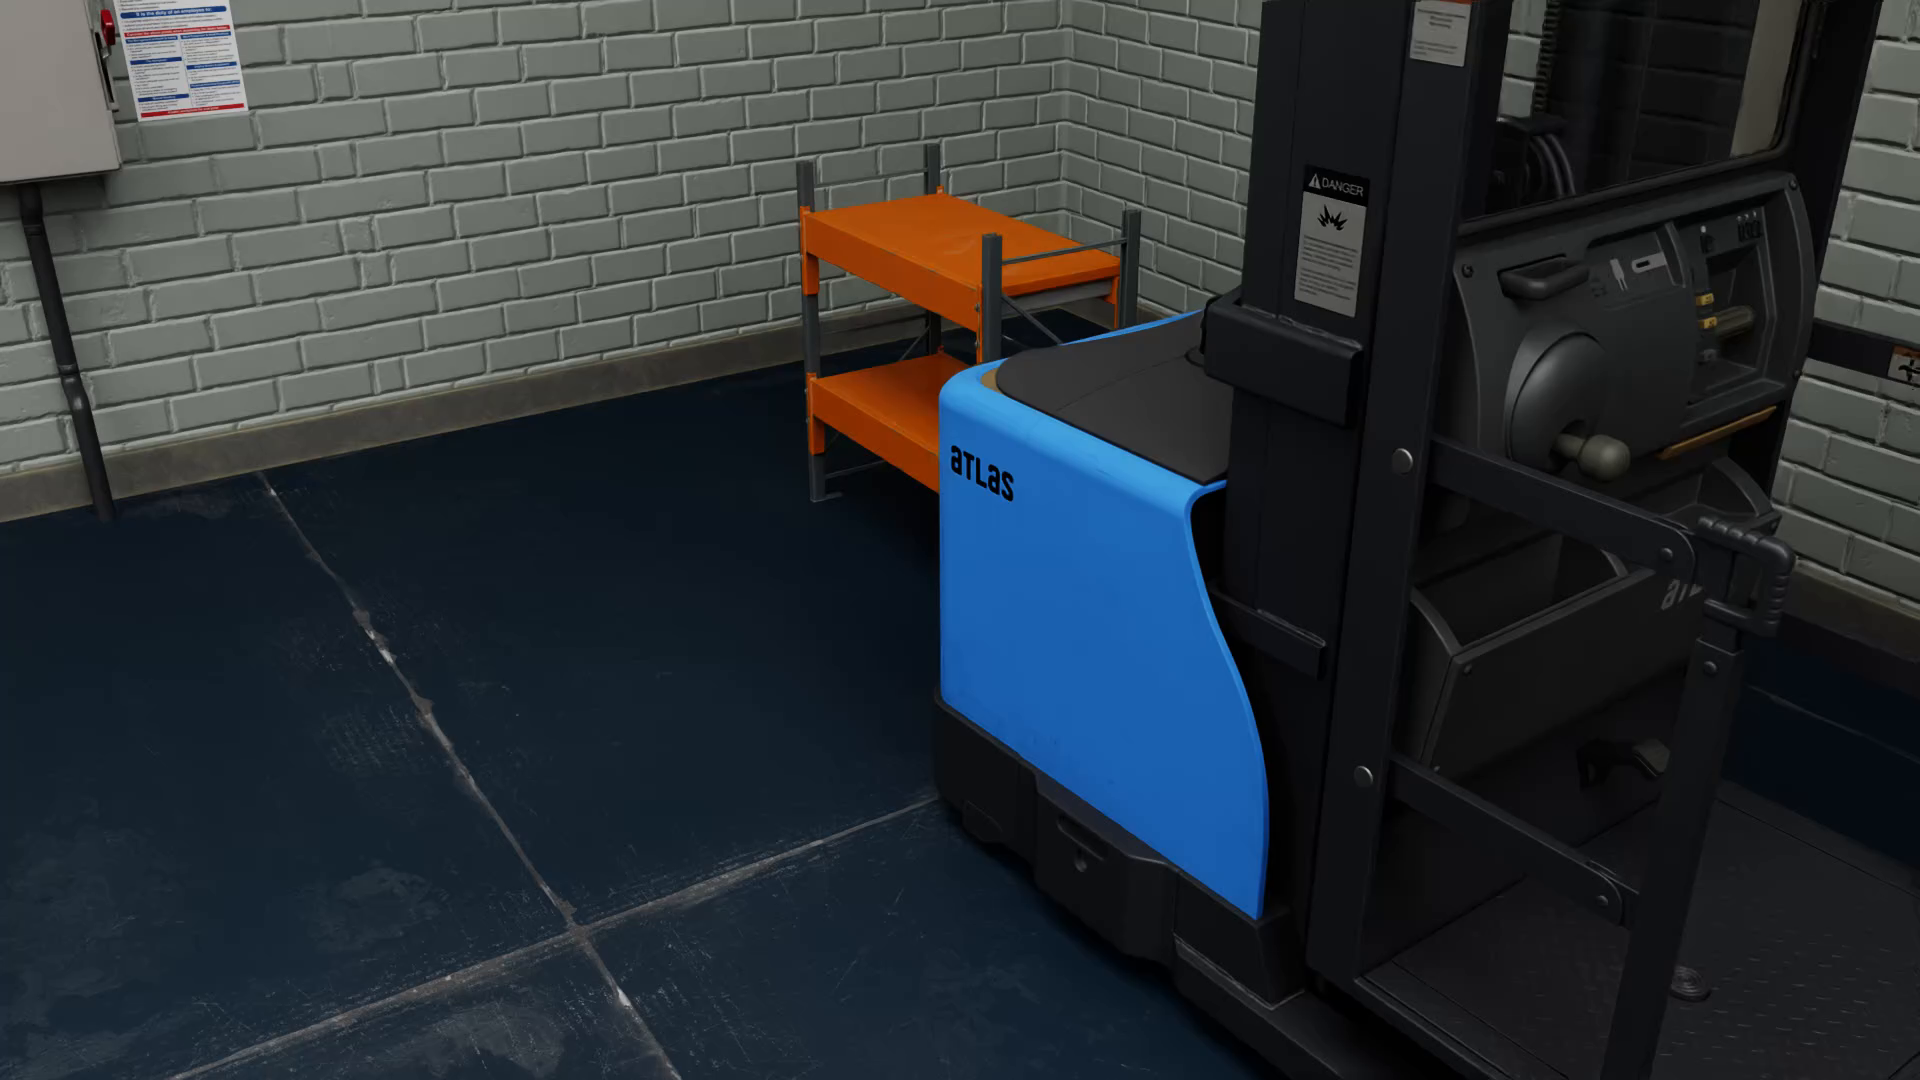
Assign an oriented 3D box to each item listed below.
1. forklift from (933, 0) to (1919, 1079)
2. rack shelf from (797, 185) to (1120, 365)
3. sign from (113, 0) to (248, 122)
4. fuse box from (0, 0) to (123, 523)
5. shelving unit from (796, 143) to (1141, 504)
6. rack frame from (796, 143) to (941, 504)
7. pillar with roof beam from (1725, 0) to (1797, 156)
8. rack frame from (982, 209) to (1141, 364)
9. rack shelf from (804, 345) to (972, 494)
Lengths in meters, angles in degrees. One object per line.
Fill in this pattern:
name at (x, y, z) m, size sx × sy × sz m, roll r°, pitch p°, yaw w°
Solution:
forklift at (1.223, -0.322, 2.499) m, size 1.130 × 2.935 × 3.031 m, roll -18°, pitch 31°, yaw -33°
rack shelf at (-0.004, -0.776, 4.890) m, size 0.538 × 0.278 × 1.000 m, roll -16°, pitch 29°, yaw -30°
sign at (-2.429, -1.567, 5.168) m, size 0.329 × 0.494 × 0.001 m, roll -16°, pitch 29°, yaw -30°
fuse box at (-2.729, -0.839, 5.022) m, size 0.539 × 1.711 × 0.414 m, roll -16°, pitch 29°, yaw -30°
shelving unit at (-0.004, -0.511, 5.015) m, size 0.538 × 1.125 × 1.048 m, roll -16°, pitch 29°, yaw -30°
rack frame at (-0.281, -0.693, 5.400) m, size 0.500 × 1.125 × 0.032 m, roll -16°, pitch 29°, yaw -30°
pillar with roof beam at (-1.638, -3.015, 1.095) m, size 9.100 × 9.000 × 0.400 m, roll -16°, pitch 29°, yaw -30°
rack frame at (0.274, -0.329, 4.630) m, size 0.500 × 1.125 × 0.032 m, roll -16°, pitch 29°, yaw -30°
rack shelf at (-0.004, -0.290, 5.119) m, size 0.538 × 0.278 × 1.000 m, roll -16°, pitch 29°, yaw -30°
